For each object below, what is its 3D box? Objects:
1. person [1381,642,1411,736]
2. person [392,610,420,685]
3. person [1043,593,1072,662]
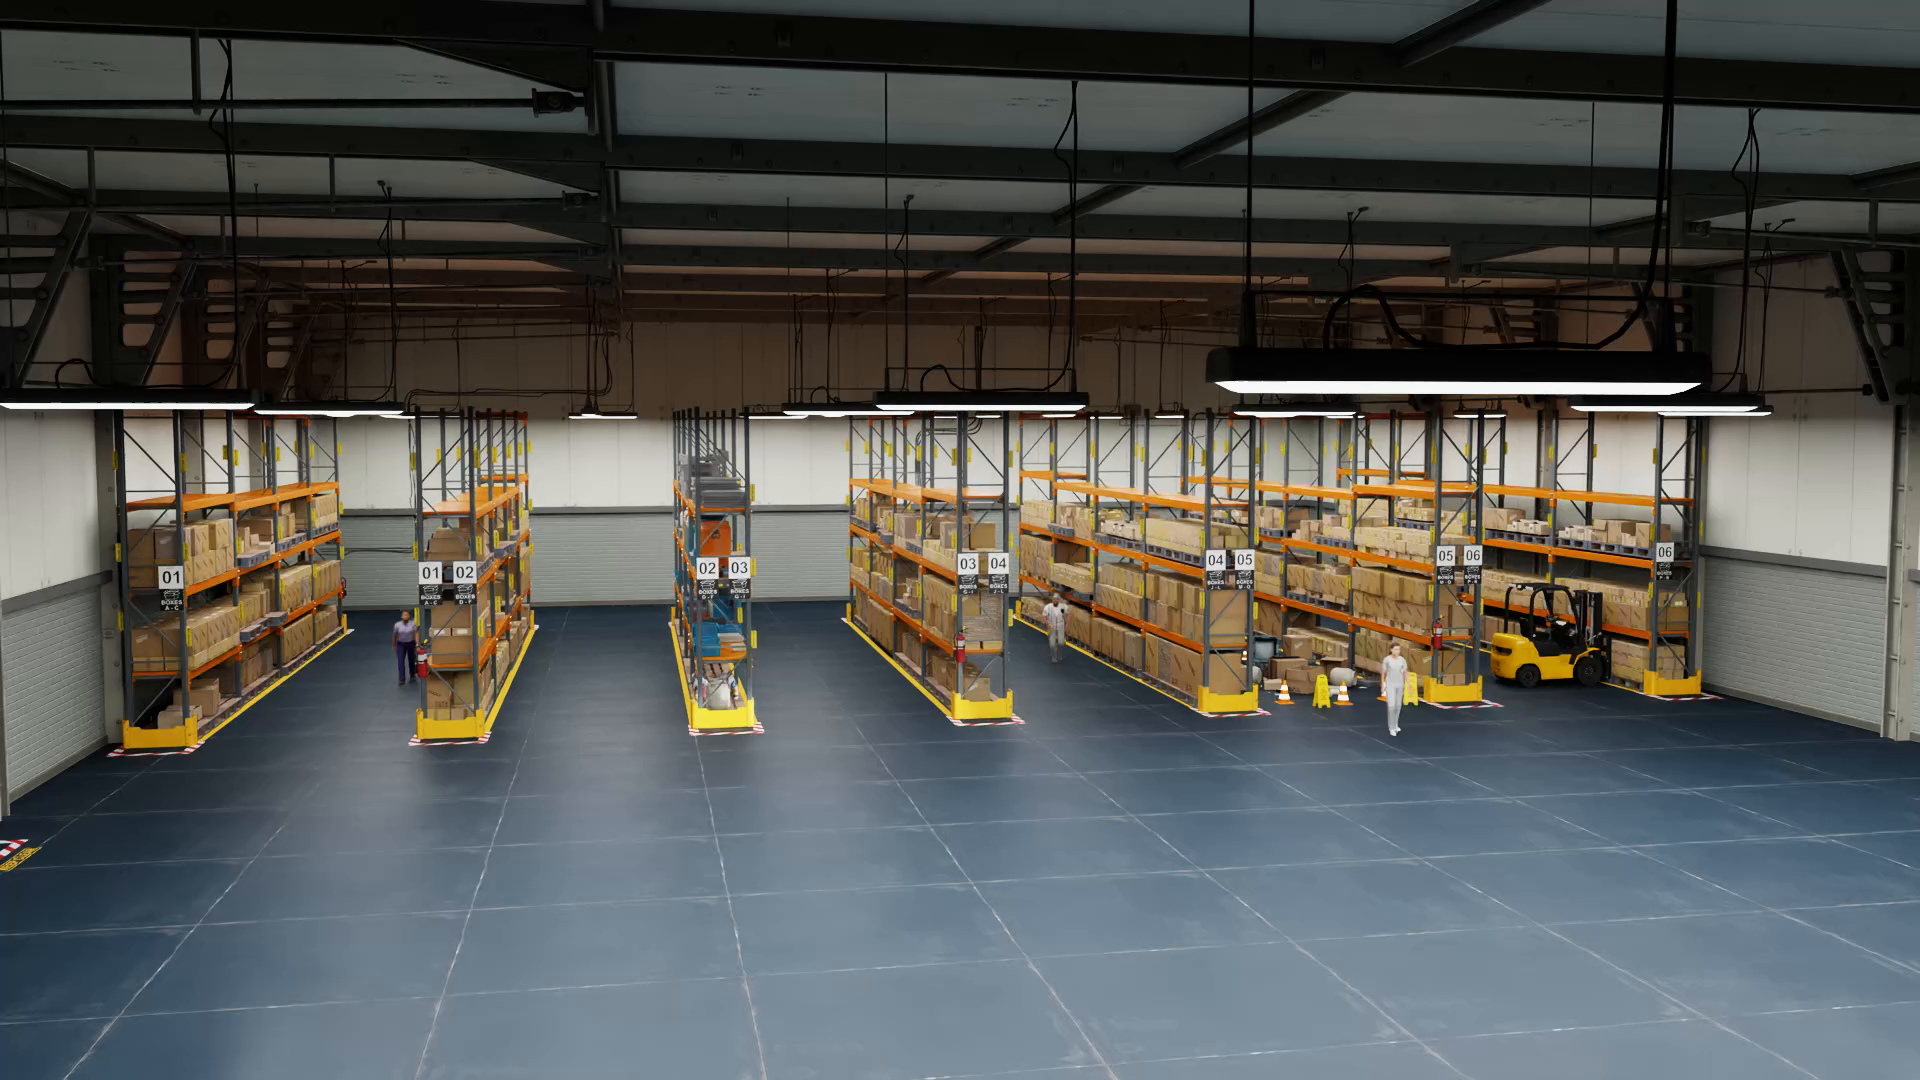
[{"bbox_3d":[8.008,2.730,30.564,0.485,1.725,0.537,-1,4,-8],"label":"person"},{"bbox_3d":[-12.113,2.326,36.380,0.577,1.588,1.034,-1,4,-14],"label":"person"},{"bbox_3d":[2.309,2.079,39.498,0.707,1.684,0.729,0,4,0],"label":"person"}]
